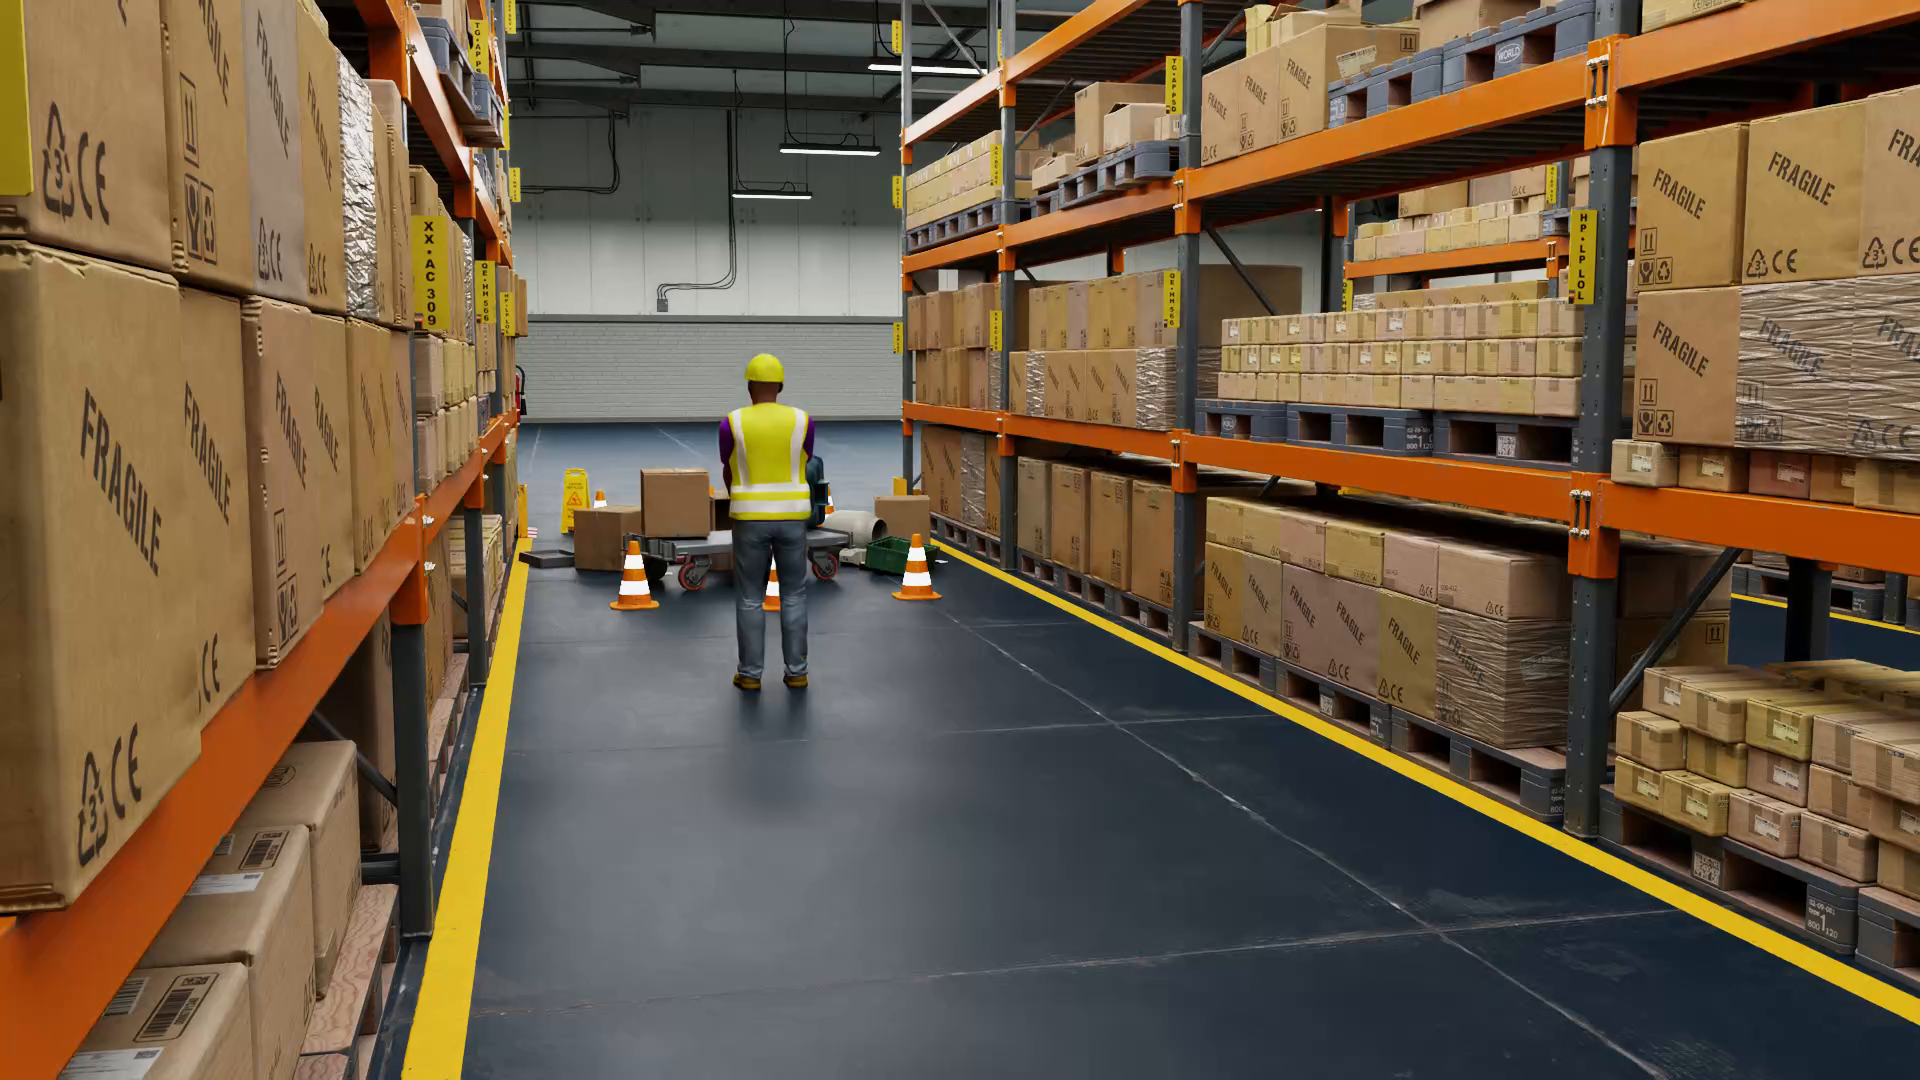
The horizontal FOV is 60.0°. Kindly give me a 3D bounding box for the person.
[{"bbox_3d":[-1.041,-0.110,8.882,0.505,1.763,0.558,-2,6,-14],"label":"person"}]
